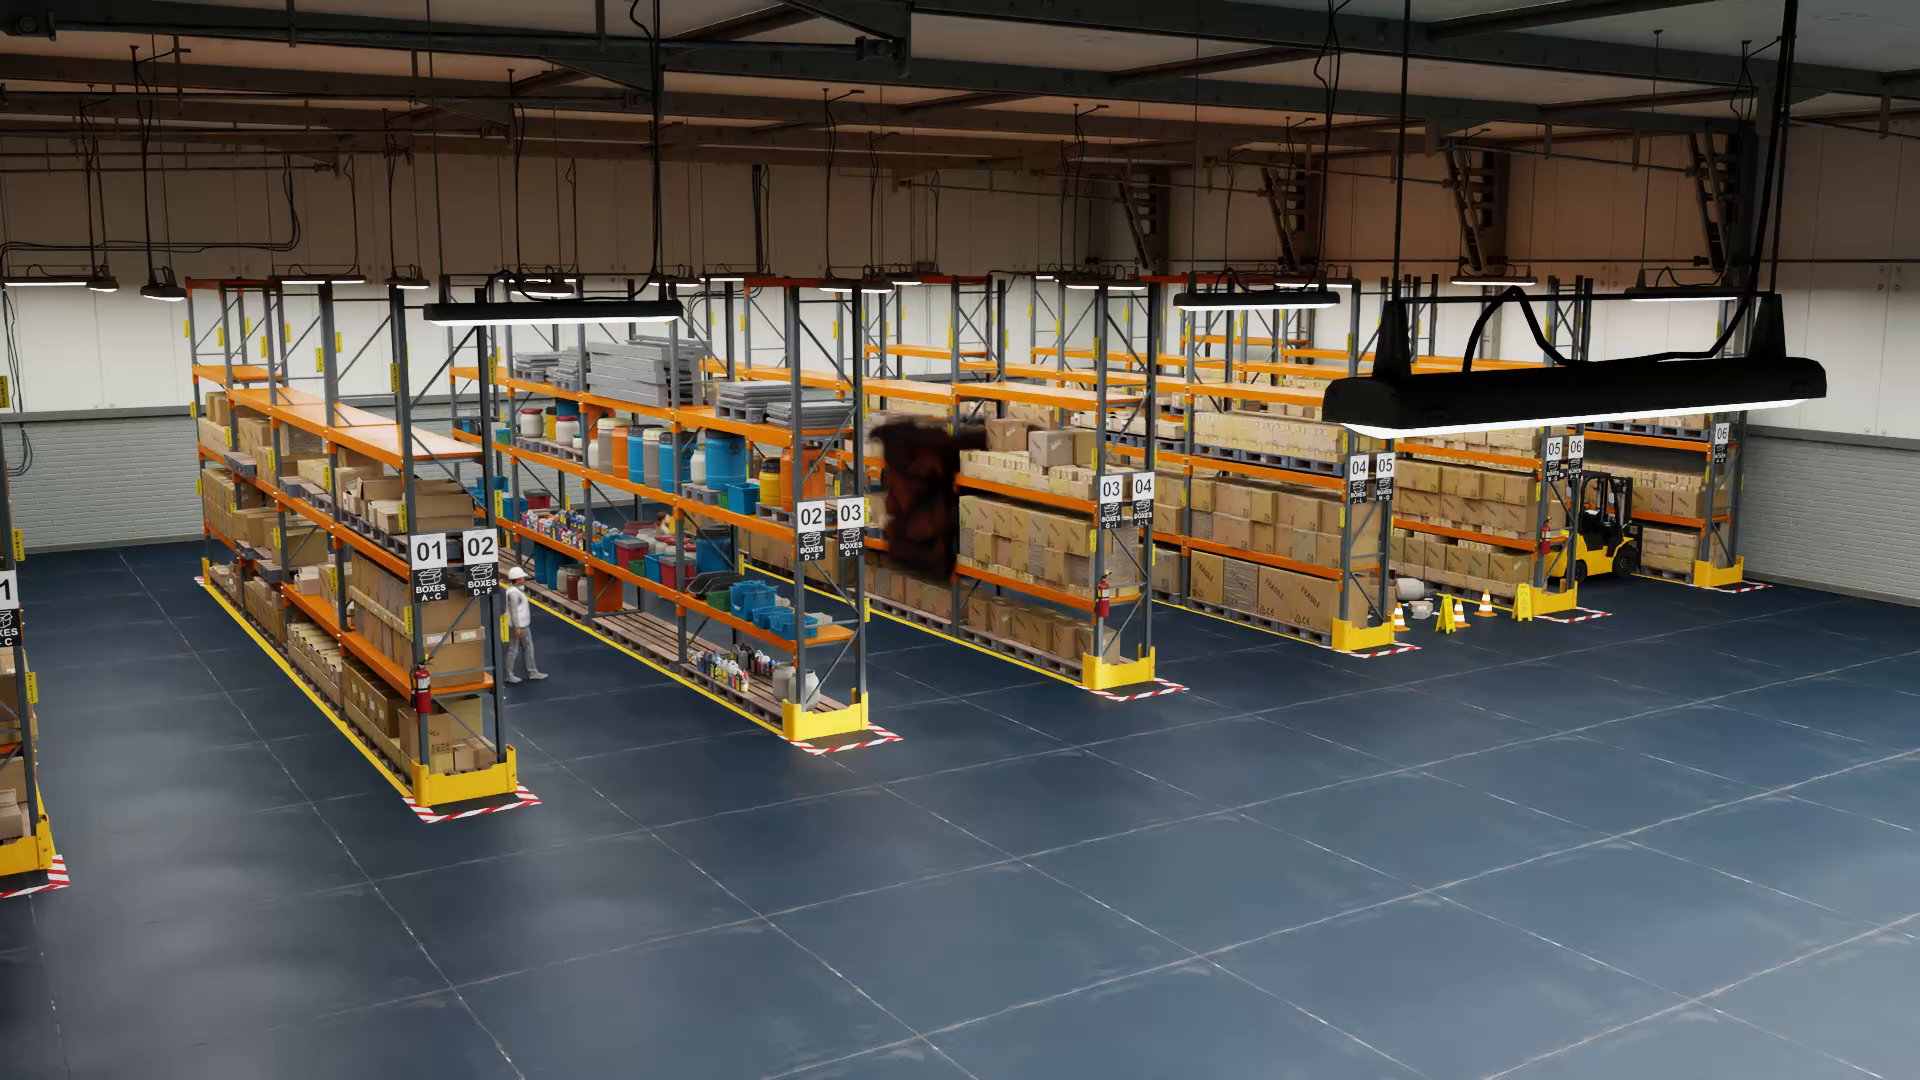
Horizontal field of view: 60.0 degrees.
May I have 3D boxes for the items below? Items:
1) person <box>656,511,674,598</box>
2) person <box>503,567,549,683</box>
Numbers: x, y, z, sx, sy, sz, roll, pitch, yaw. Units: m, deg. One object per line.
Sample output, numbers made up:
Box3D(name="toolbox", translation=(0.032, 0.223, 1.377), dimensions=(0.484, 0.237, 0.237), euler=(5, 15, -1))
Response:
Box3D(name="person", translation=(-5.444, 0.271, 31.311), dimensions=(0.558, 1.669, 0.504), euler=(-6, 11, -33))
Box3D(name="person", translation=(-6.634, 1.283, 25.092), dimensions=(0.631, 1.771, 0.566), euler=(1, 10, 8))
